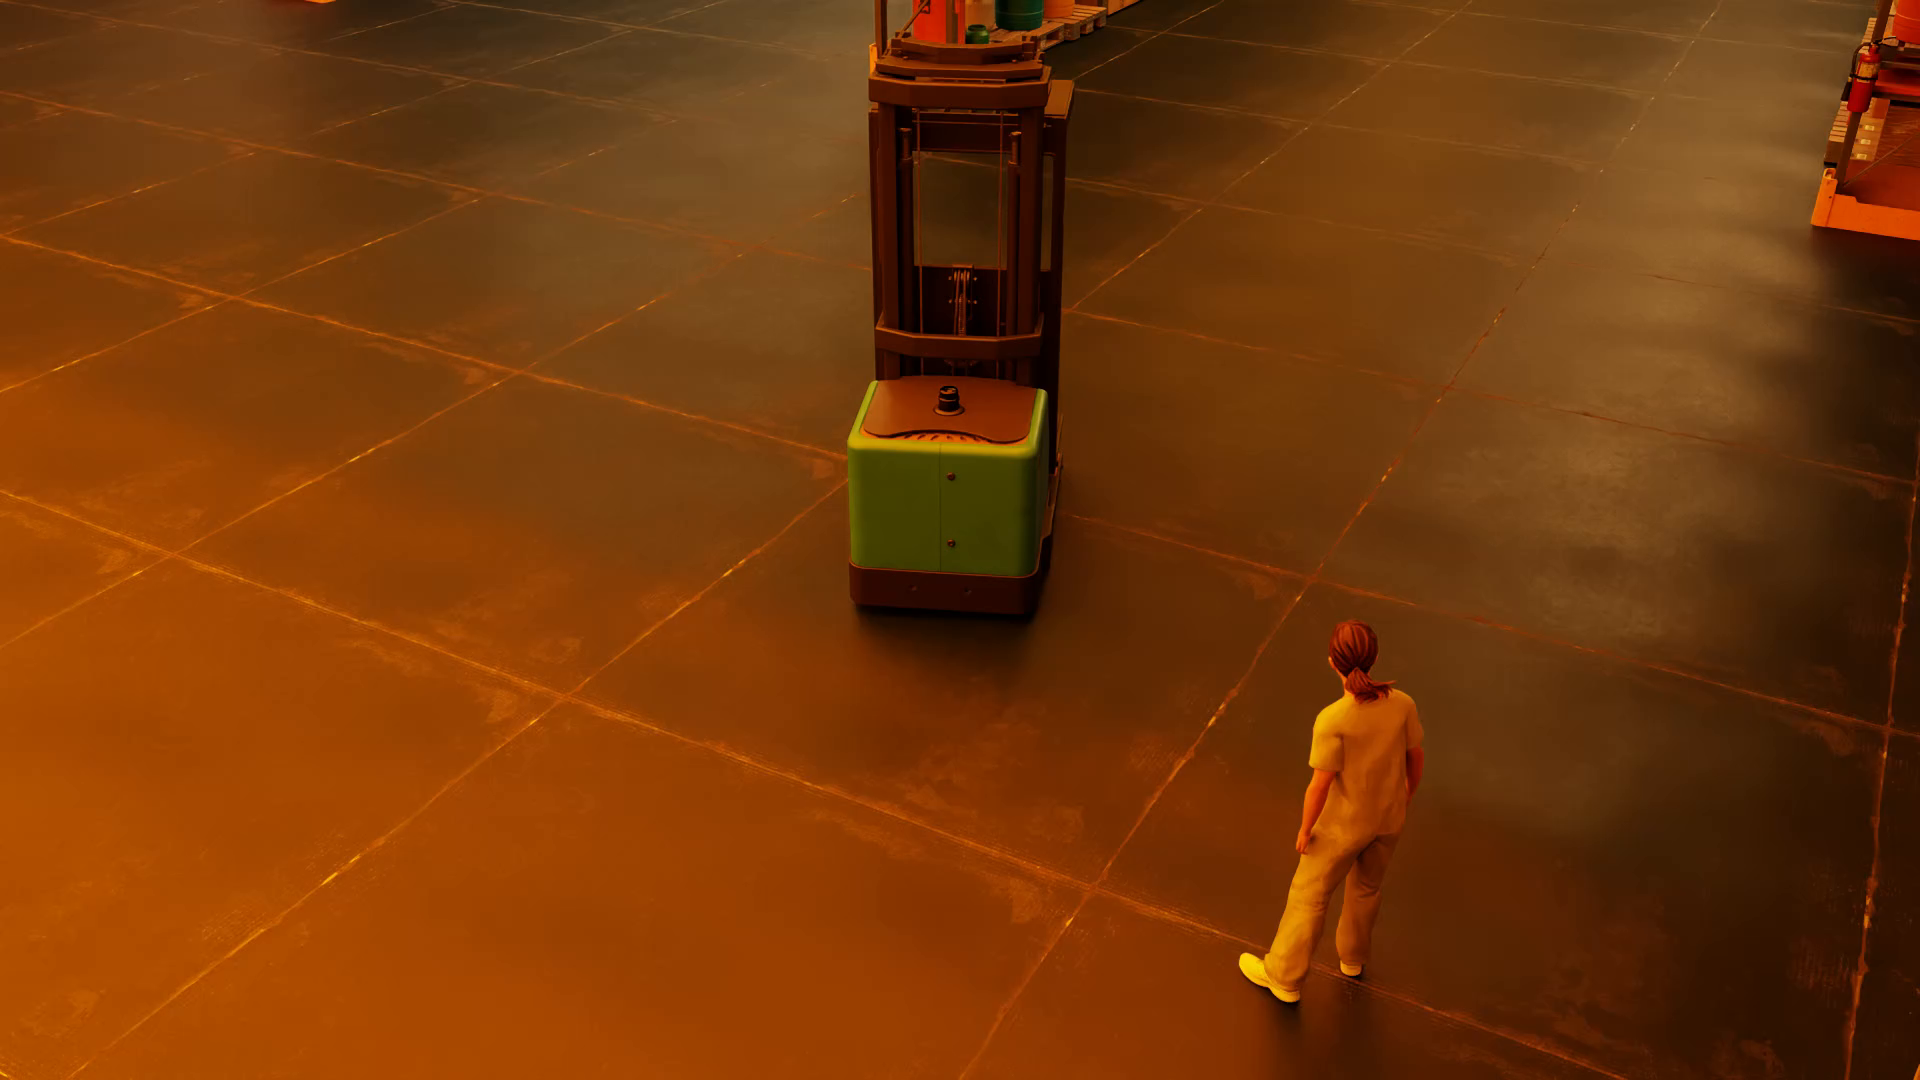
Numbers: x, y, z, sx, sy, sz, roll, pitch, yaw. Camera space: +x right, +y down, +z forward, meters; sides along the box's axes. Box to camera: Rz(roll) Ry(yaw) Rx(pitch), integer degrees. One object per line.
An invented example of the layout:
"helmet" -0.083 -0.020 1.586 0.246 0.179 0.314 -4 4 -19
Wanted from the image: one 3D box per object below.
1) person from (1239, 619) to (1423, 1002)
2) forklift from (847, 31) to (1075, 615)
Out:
"person" 1.478 1.073 6.481 0.596 1.670 0.396 -10 31 -17
"forklift" 0.072 -1.572 9.794 1.130 2.935 3.031 3 30 6
